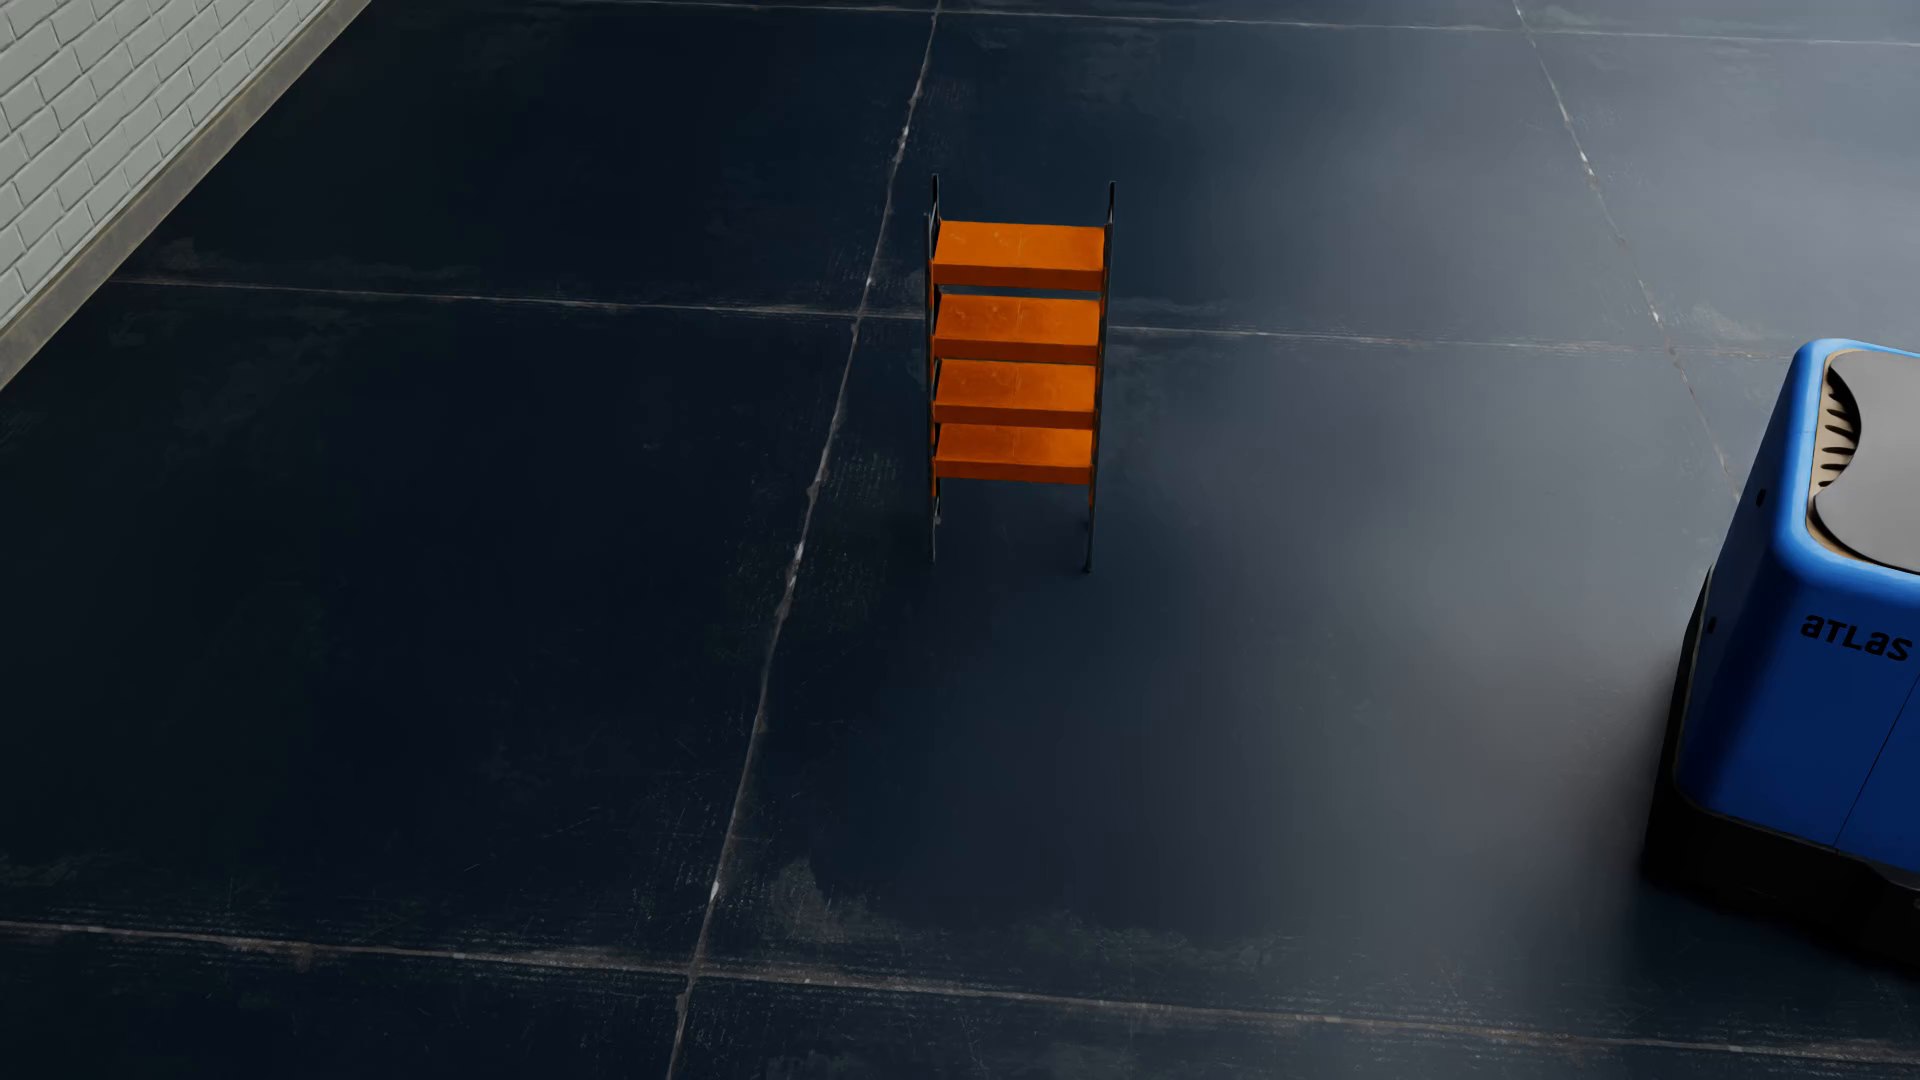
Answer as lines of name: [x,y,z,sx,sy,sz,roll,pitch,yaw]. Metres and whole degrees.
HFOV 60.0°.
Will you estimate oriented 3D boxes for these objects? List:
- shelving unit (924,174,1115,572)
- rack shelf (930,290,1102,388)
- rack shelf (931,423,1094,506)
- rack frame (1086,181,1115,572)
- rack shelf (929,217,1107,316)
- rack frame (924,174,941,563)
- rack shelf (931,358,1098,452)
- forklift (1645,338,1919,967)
shelving unit: [0.165,-0.456,4.860,0.503,1.200,0.258,3,39,4]
rack shelf: [0.165,-0.578,4.761,0.480,0.148,0.258,3,39,4]
rack shelf: [0.165,-0.250,5.028,0.480,0.148,0.258,3,39,4]
rack frame: [0.408,-0.443,4.844,0.015,1.200,0.240,3,39,4]
rack shelf: [0.165,-0.761,4.612,0.480,0.148,0.258,3,39,4]
rack frame: [-0.078,-0.470,4.876,0.015,1.200,0.240,3,39,4]
rack shelf: [0.165,-0.404,4.903,0.480,0.148,0.258,3,39,4]
forklift: [3.287,-0.163,3.129,3.031,2.935,1.130,16,42,19]
